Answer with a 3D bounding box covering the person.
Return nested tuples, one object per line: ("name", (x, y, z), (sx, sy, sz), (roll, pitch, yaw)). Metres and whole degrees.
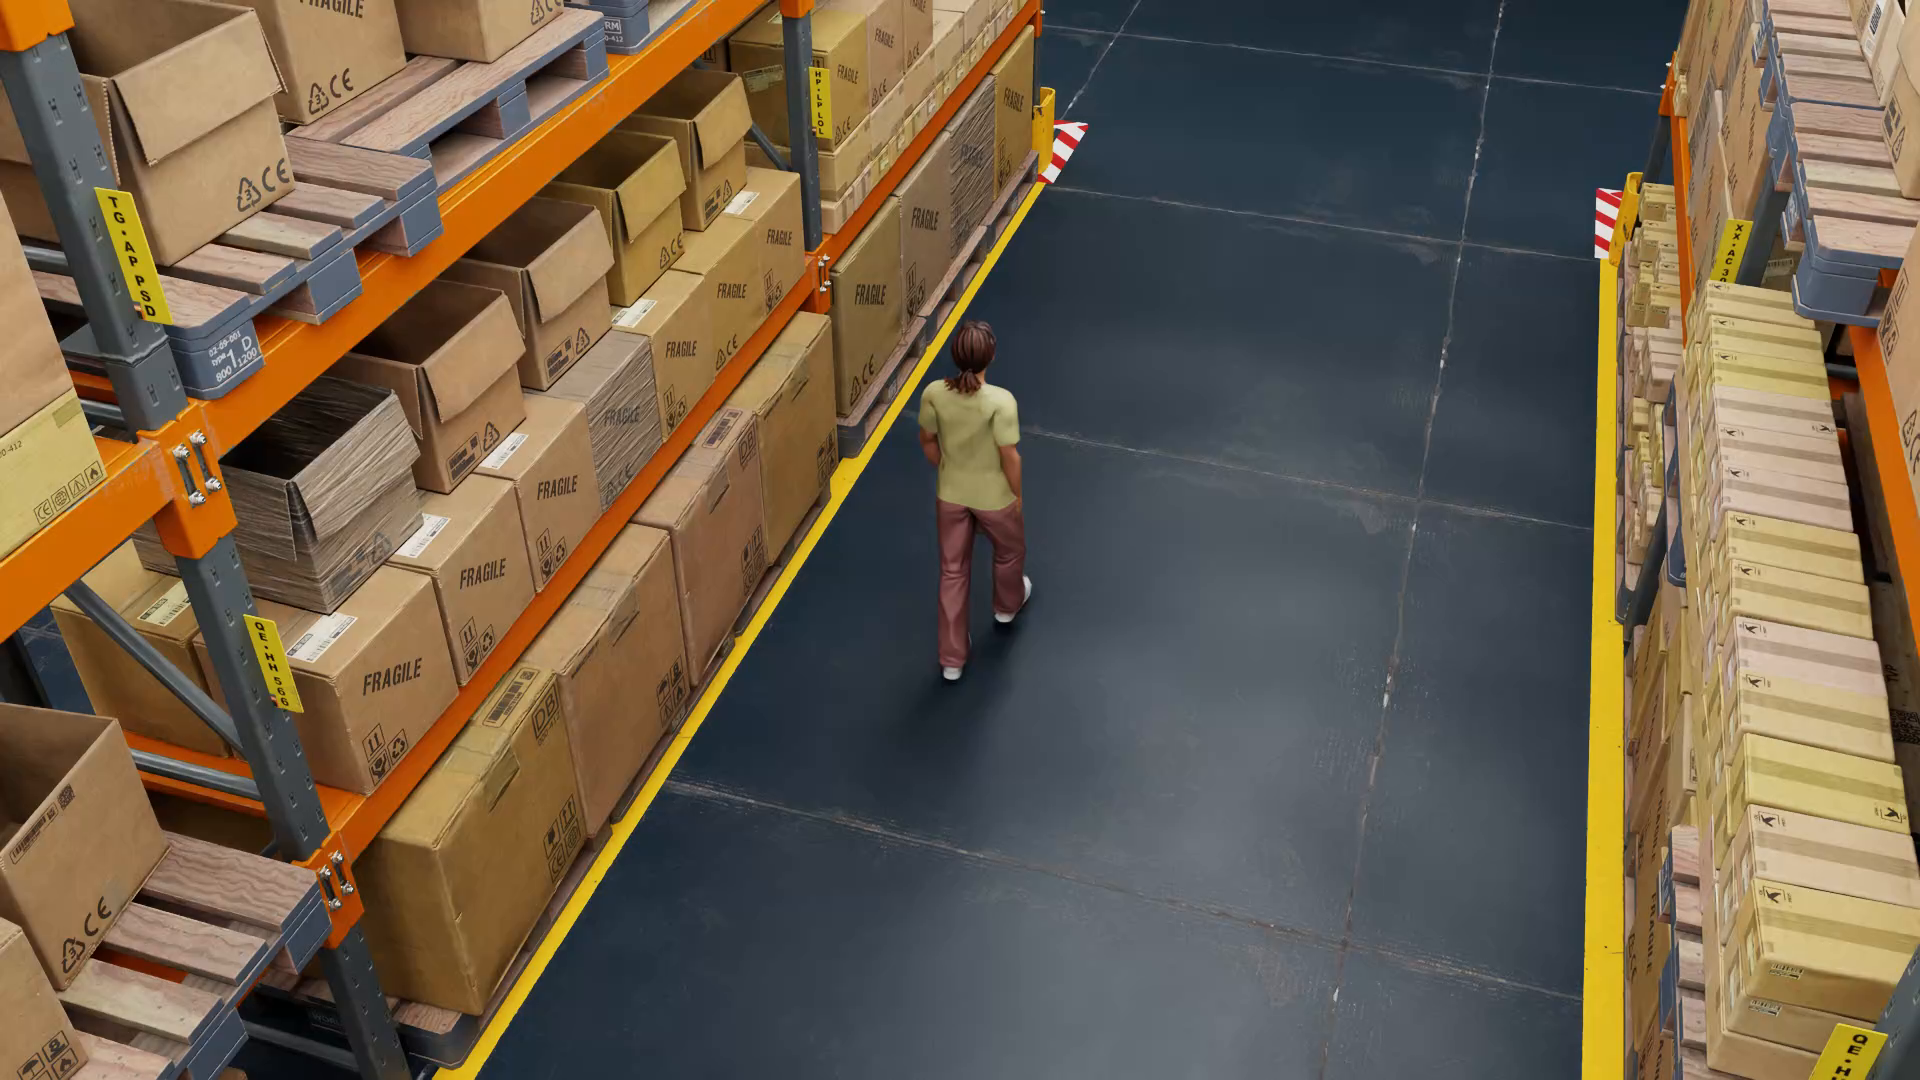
("person", (0.071, -0.238, 7.196), (0.464, 1.650, 0.748), (11, 38, 14))
